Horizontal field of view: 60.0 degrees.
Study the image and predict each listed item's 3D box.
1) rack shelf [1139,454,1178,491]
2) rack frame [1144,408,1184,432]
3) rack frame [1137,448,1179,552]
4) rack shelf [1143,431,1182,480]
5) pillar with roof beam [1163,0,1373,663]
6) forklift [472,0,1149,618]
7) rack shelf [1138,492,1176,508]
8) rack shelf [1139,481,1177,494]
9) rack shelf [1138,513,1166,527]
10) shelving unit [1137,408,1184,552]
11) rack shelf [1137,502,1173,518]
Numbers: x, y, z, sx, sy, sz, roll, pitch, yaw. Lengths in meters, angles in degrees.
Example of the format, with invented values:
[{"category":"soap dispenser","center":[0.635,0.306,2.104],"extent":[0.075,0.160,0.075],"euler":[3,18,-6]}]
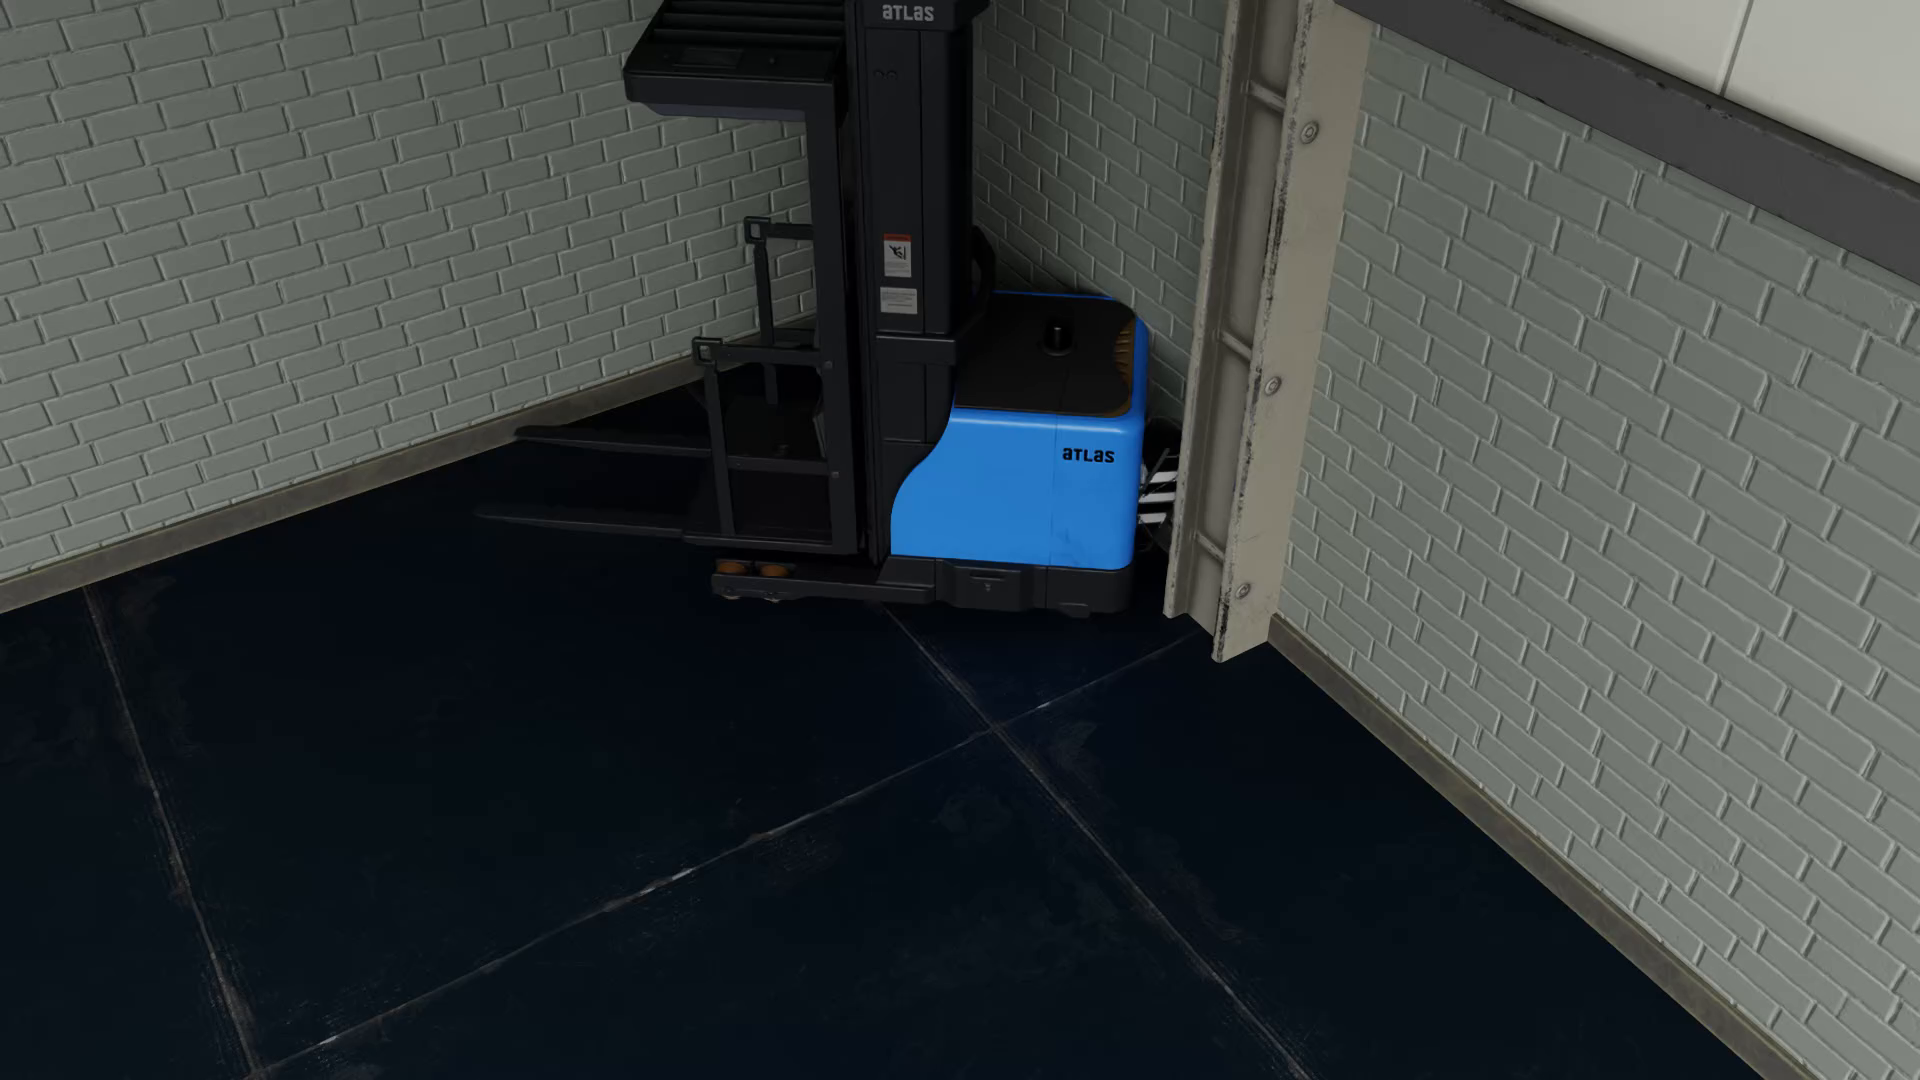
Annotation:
[{"category":"rack shelf","center":[0.880,-0.325,7.257],"extent":[0.258,0.077,0.200],"euler":[-4,62,-17]},{"category":"rack frame","center":[0.826,-0.341,7.426],"extent":[0.240,0.900,0.006],"euler":[-4,62,-17]},{"category":"rack frame","center":[0.867,-0.165,7.334],"extent":[0.240,0.900,0.006],"euler":[-4,62,-17]},{"category":"rack shelf","center":[0.901,-0.369,7.181],"extent":[0.258,0.077,0.200],"euler":[-4,62,-17]},{"category":"pillar with roof beam","center":[-2.491,-1.602,2.703],"extent":[9.100,9.000,0.400],"euler":[-22,45,-24]},{"category":"forklift","center":[-0.693,-1.182,6.940],"extent":[3.031,2.935,1.130],"euler":[4,40,5]},{"category":"rack shelf","center":[0.839,-0.237,7.408],"extent":[0.258,0.077,0.200],"euler":[-4,62,-17]},{"category":"rack shelf","center":[0.860,-0.281,7.333],"extent":[0.258,0.077,0.200],"euler":[-4,62,-17]},{"category":"rack shelf","center":[0.798,-0.148,7.559],"extent":[0.258,0.077,0.200],"euler":[-4,62,-17]},{"category":"shelving unit","center":[0.847,-0.253,7.380],"extent":[0.258,0.900,0.210],"euler":[-4,62,-17]},{"category":"rack shelf","center":[0.819,-0.193,7.484],"extent":[0.258,0.077,0.200],"euler":[-4,62,-17]}]
